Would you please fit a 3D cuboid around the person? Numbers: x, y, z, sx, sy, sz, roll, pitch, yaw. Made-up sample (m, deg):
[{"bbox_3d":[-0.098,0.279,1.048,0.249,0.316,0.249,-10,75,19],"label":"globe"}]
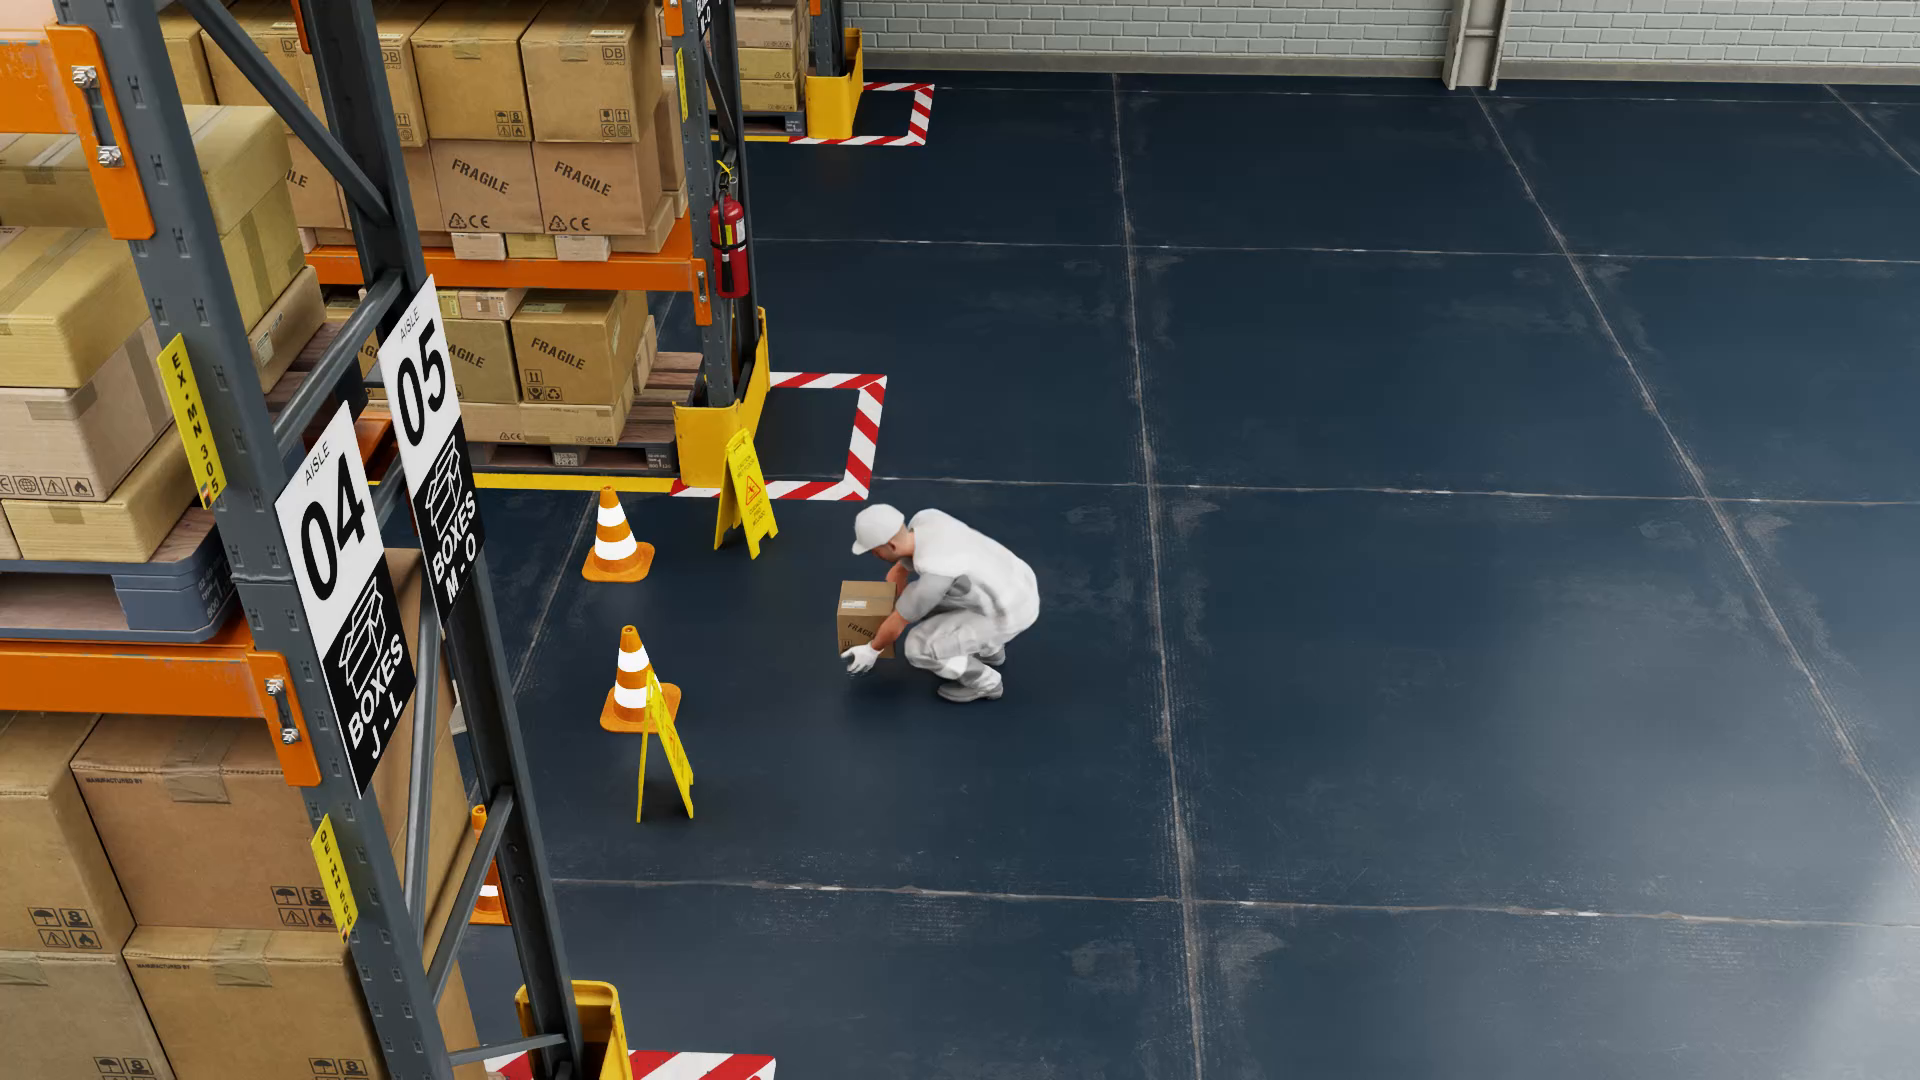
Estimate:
[{"bbox_3d":[-0.089,0.239,7.453,0.891,0.996,0.551,1,35,1],"label":"person"}]
